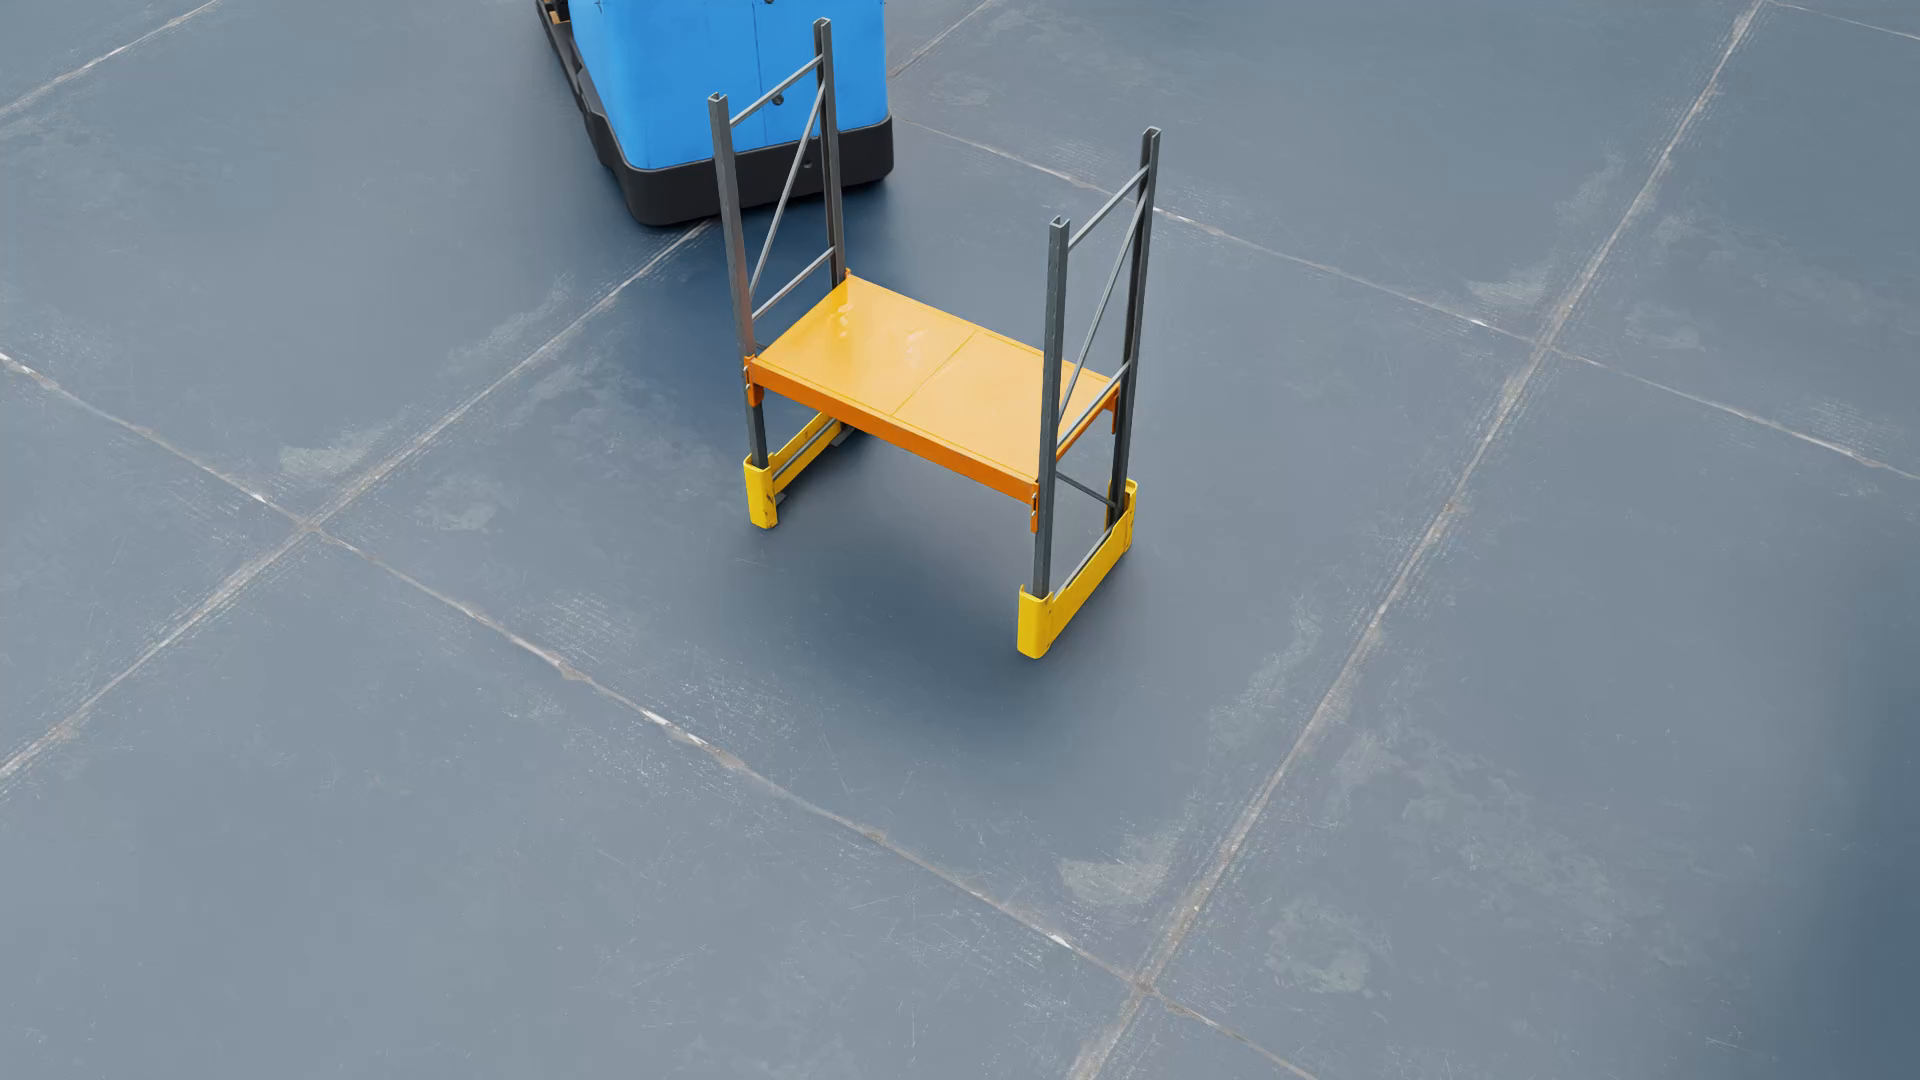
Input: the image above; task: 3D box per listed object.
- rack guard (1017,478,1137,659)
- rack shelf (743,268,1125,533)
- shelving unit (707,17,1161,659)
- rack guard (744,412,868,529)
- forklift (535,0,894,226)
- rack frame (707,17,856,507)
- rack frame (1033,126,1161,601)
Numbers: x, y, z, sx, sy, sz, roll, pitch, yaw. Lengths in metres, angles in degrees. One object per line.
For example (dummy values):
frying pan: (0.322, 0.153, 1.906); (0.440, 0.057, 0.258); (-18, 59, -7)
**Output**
rack guard: (0.355, 0.076, 5.002); (0.087, 0.250, 0.587); (25, 51, 22)
rack shelf: (-0.072, -0.430, 4.873); (1.000, 0.185, 0.538); (25, 51, 22)
shelving unit: (-0.064, -0.552, 4.741); (1.083, 1.500, 0.587); (25, 51, 22)
rack guard: (-0.483, -0.309, 5.376); (0.087, 0.250, 0.587); (25, 51, 22)
forklift: (-1.263, -3.290, 6.403); (1.130, 2.935, 3.031); (-15, 48, -14)
rack frame: (-0.500, -0.753, 4.935); (0.032, 1.500, 0.500); (25, 51, 22)
rack frame: (0.356, -0.359, 4.553); (0.032, 1.500, 0.500); (25, 51, 22)
